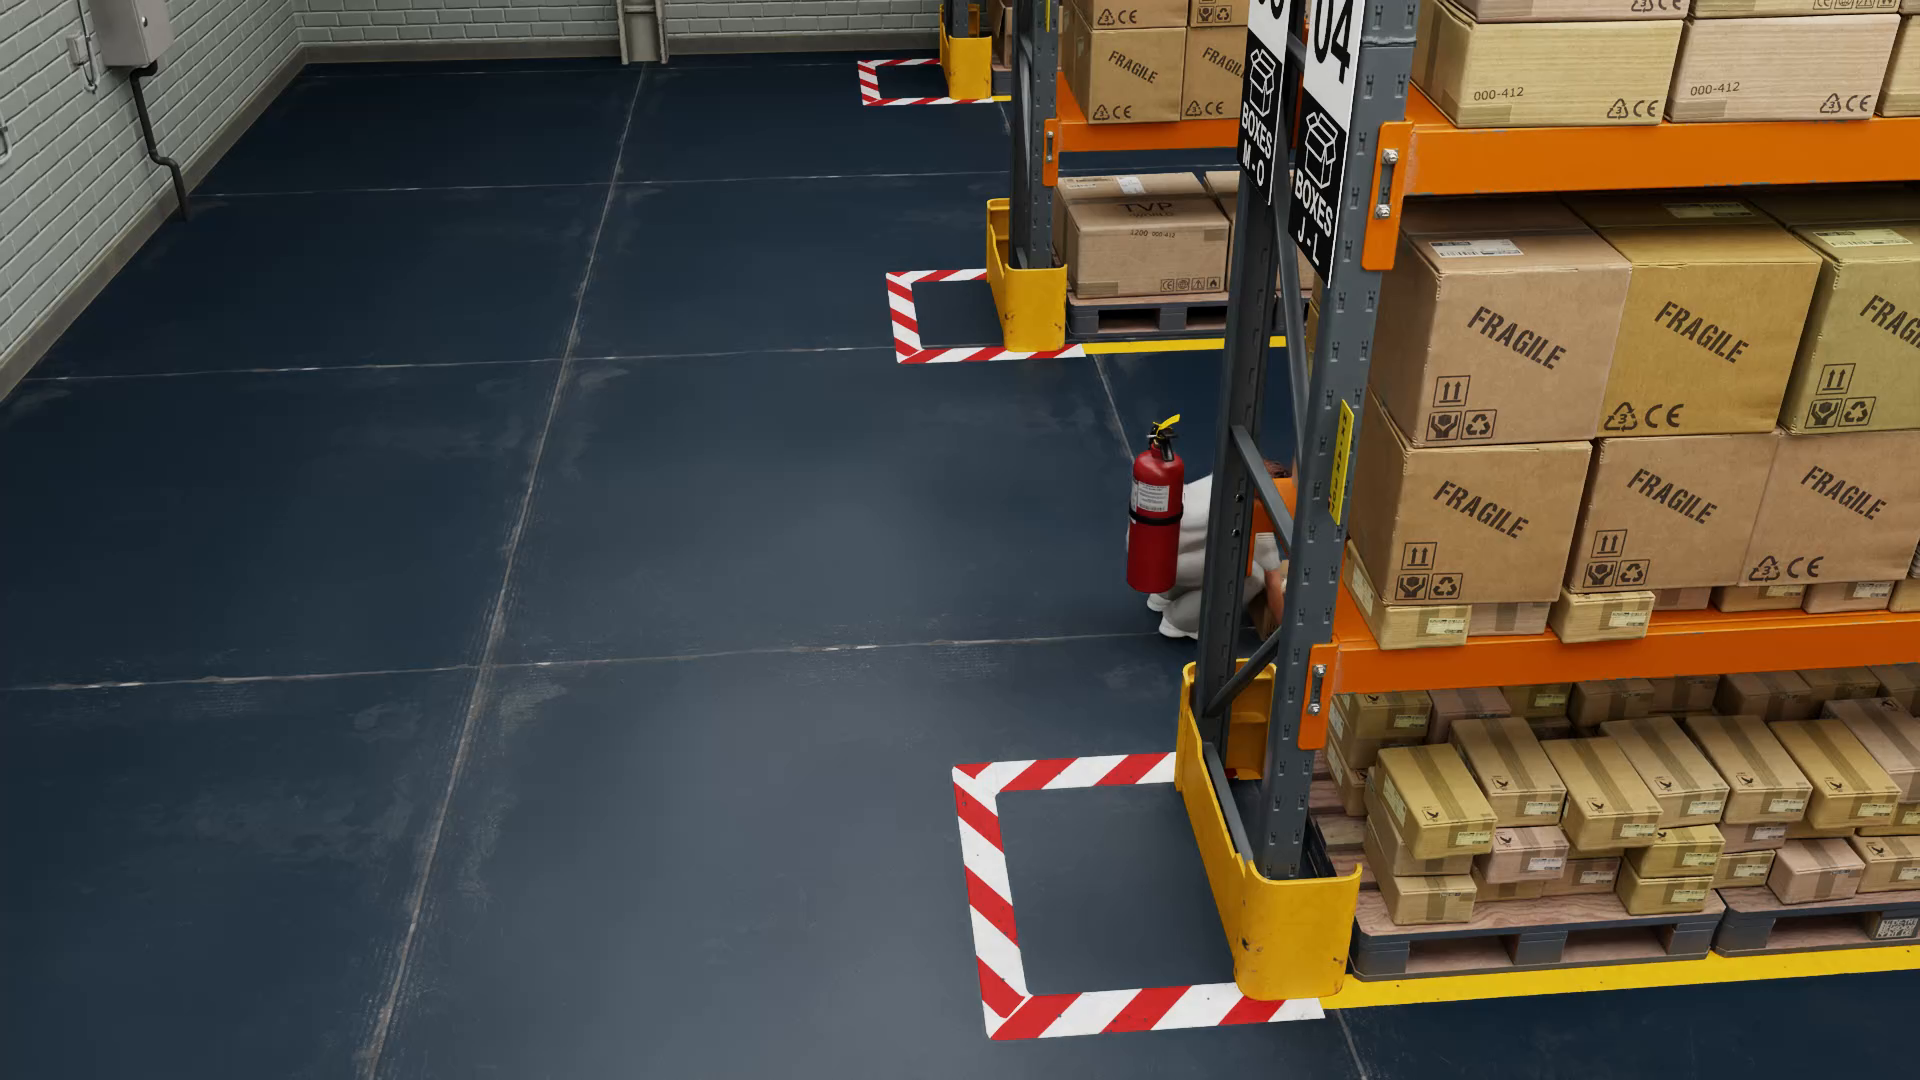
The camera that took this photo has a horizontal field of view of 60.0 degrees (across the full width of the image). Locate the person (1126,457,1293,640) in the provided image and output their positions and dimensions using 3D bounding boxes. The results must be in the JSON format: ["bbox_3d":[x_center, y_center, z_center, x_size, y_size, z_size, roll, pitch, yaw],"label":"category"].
[{"bbox_3d":[1.108,0.045,6.991,0.817,0.810,0.469,2,31,3],"label":"person"}]
